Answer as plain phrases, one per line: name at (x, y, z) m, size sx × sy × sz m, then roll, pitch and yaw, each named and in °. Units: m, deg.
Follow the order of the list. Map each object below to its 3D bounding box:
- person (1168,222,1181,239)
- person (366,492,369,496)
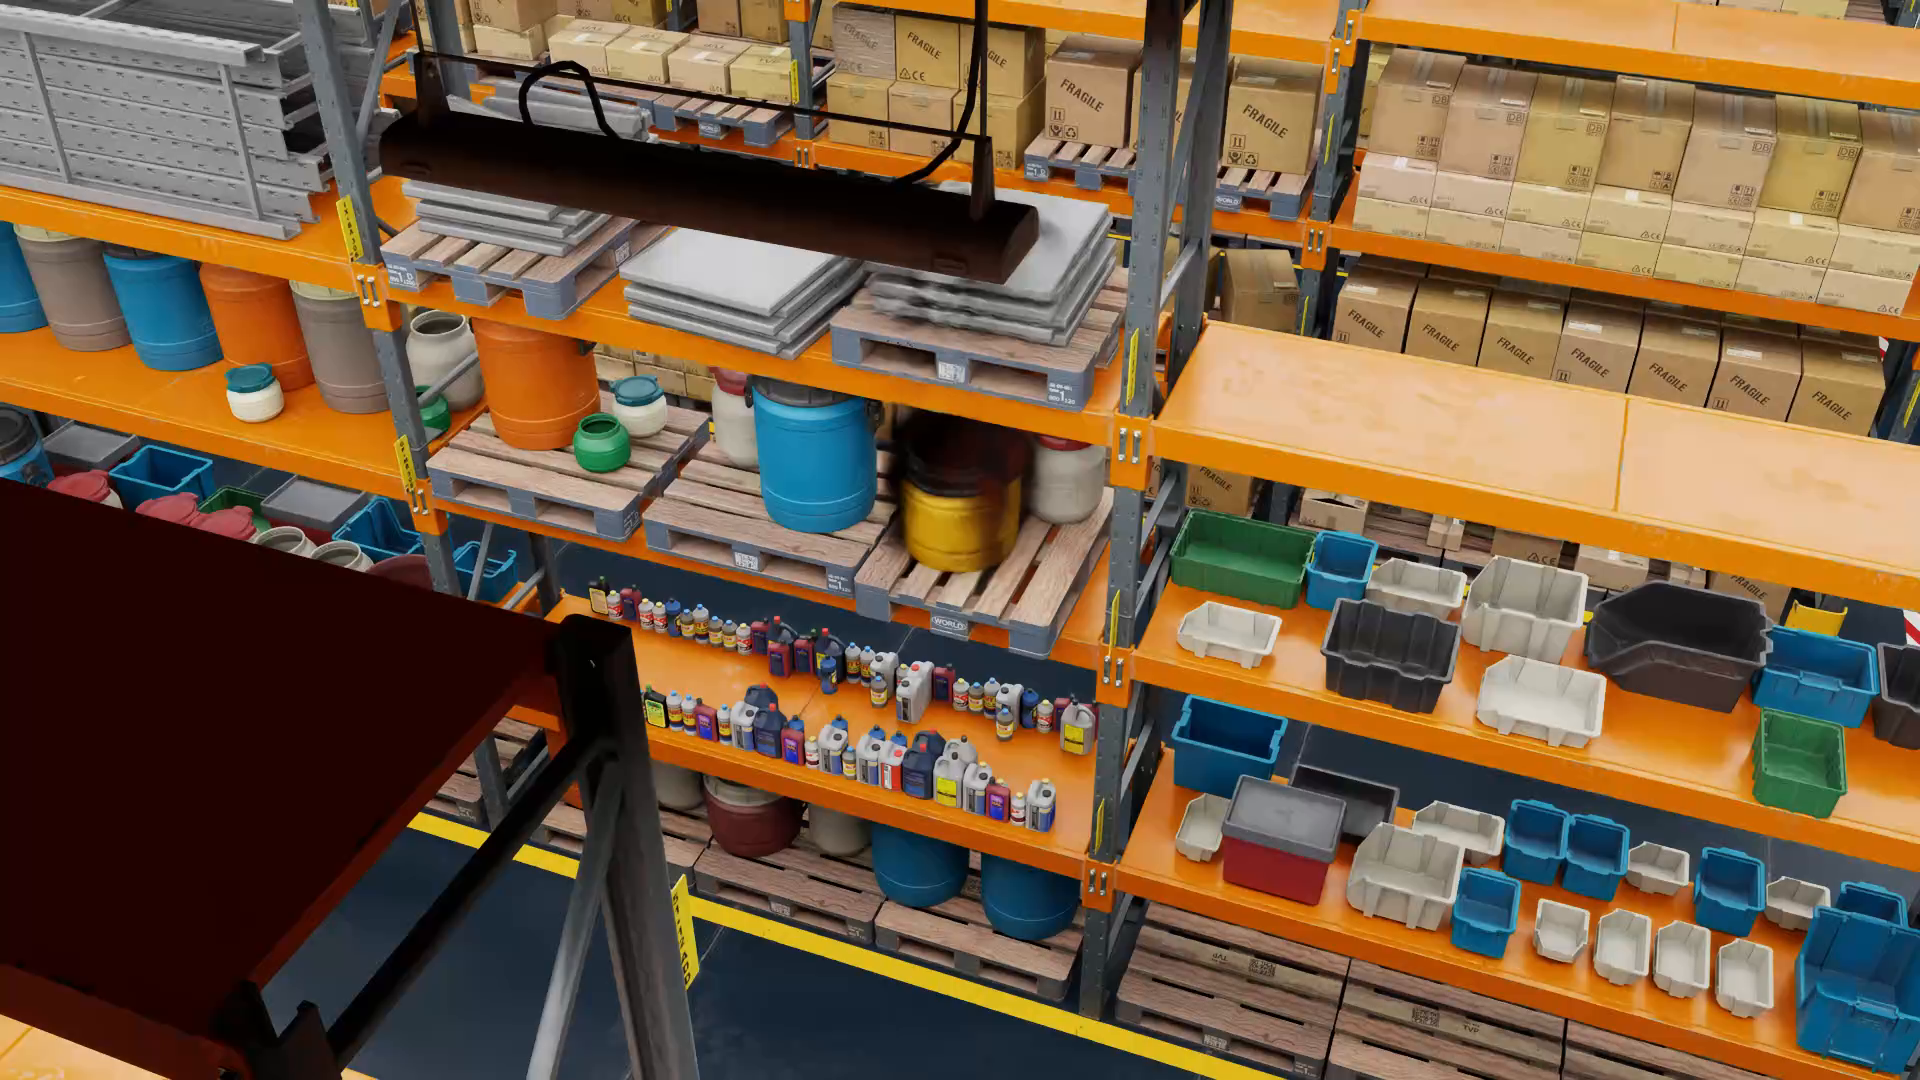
person at (2.106, -3.005, 15.978) m, size 0.724 × 1.800 × 0.652 m, roll 6°, pitch 37°, yaw 8°
person at (-5.028, -0.856, 13.196) m, size 0.521 × 1.633 × 0.617 m, roll 3°, pitch 37°, yaw 4°
